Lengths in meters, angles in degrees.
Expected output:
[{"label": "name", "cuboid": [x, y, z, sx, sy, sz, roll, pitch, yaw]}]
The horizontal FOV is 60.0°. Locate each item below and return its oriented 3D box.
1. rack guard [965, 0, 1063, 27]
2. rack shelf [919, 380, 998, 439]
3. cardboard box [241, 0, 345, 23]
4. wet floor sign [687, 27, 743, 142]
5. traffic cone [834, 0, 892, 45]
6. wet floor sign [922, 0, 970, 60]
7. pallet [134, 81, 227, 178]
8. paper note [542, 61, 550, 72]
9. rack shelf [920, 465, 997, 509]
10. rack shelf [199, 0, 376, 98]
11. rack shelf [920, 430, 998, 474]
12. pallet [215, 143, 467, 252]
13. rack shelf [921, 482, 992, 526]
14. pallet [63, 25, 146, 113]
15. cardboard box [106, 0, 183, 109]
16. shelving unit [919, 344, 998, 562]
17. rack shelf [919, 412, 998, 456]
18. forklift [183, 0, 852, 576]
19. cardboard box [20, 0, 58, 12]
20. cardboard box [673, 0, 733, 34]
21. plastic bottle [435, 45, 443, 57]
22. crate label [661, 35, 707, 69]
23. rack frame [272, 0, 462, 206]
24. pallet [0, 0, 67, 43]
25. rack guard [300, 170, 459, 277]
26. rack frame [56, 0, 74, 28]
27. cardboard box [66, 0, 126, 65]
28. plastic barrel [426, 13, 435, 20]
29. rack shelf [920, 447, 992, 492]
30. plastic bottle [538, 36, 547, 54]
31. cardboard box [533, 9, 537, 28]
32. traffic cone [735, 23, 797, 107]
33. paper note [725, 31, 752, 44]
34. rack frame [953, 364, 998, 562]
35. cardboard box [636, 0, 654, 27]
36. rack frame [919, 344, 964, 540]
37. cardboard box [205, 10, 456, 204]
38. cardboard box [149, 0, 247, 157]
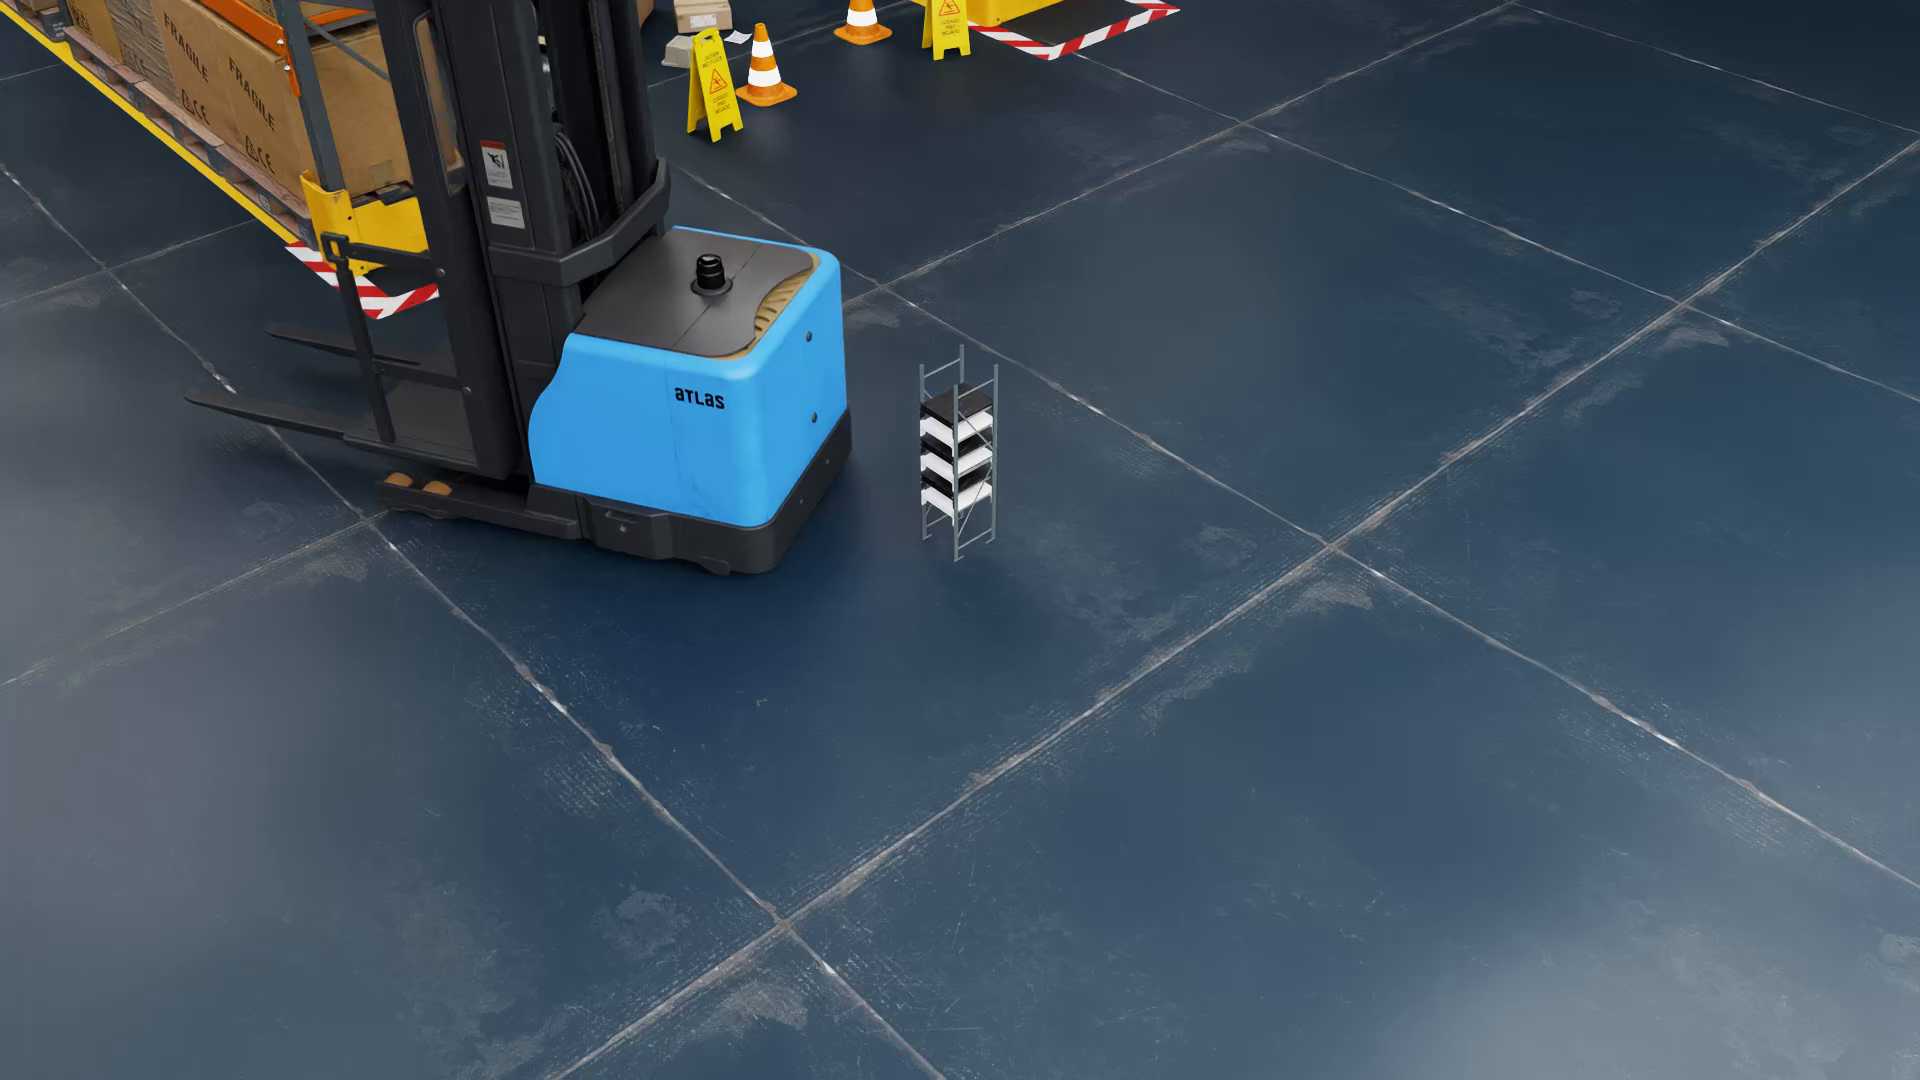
[{"label": "rack guard", "cuboid": [0.512, -4.123, 11.957, 1.175, 0.500, 0.348, -30, 48, -32]}, {"label": "rack shelf", "cuboid": [-0.005, -0.538, 6.823, 0.258, 0.077, 0.200, -30, 48, -32]}, {"label": "cardboard box", "cuboid": [-3.299, -3.120, 8.607, 0.875, 0.550, 0.550, -30, 48, -32]}, {"label": "wet floor sign", "cuboid": [-1.537, -2.822, 10.230, 0.232, 0.644, 0.267, 26, 45, 28]}, {"label": "traffic cone", "cuboid": [-0.678, -3.724, 11.492, 0.336, 0.463, 0.334, -30, 48, -32]}, {"label": "wet floor sign", "cuboid": [-0.097, -3.601, 11.196, 0.267, 0.644, 0.232, -15, 41, -17]}, {"label": "pallet", "cuboid": [-4.434, -2.726, 10.457, 1.003, 0.211, 1.213, -30, 48, -32]}, {"label": "paper note", "cuboid": [-2.796, -3.182, 11.167, 0.144, 0.017, 0.142, -15, 41, -17]}, {"label": "rack shelf", "cuboid": [-0.005, -0.258, 7.049, 0.258, 0.077, 0.200, -30, 48, -32]}, {"label": "rack shelf", "cuboid": [-4.367, -3.555, 9.837, 1.077, 0.370, 4.000, -30, 48, -32]}, {"label": "rack shelf", "cuboid": [-0.005, -0.398, 6.936, 0.258, 0.077, 0.200, -30, 48, -32]}, {"label": "pallet", "cuboid": [-3.613, -2.162, 9.758, 1.003, 0.211, 1.213, -30, 48, -32]}, {"label": "rack shelf", "cuboid": [-0.005, -0.188, 7.106, 0.258, 0.077, 0.200, -30, 48, -32]}, {"label": "pallet", "cuboid": [-5.263, -3.291, 11.157, 1.003, 0.211, 1.213, -30, 48, -32]}, {"label": "cardboard box", "cuboid": [-4.734, -3.361, 10.381, 0.875, 0.875, 0.875, -30, 47, -31]}, {"label": "shelving unit", "cuboid": [-0.005, -0.354, 6.972, 0.258, 0.900, 0.210, -30, 48, -32]}, {"label": "rack shelf", "cuboid": [-0.005, -0.468, 6.880, 0.258, 0.077, 0.200, -30, 48, -32]}, {"label": "forklift", "cuboid": [-2.071, -1.534, 6.817, 3.031, 2.935, 1.130, 12, 40, 14]}, {"label": "cardboard box", "cuboid": [-6.206, -4.298, 11.641, 1.050, 0.750, 0.750, -30, 48, -32]}, {"label": "cardboard box", "cuboid": [-1.811, -3.699, 11.711, 0.380, 0.149, 0.250, -8, 40, -10]}, {"label": "plastic bottle", "cuboid": [-3.454, -3.389, 11.398, 0.133, 0.061, 0.283, 18, 42, 21]}, {"label": "crate label", "cuboid": [-1.843, -3.305, 11.234, 0.298, 0.136, 0.250, 11, 40, 13]}, {"label": "rack frame", "cuboid": [-3.015, -2.910, 8.465, 1.000, 3.000, 0.127, -30, 48, -32]}, {"label": "pallet", "cuboid": [-6.297, -4.001, 12.036, 1.003, 0.211, 1.213, -30, 48, -32]}, {"label": "rack guard", "cuboid": [-2.998, -1.926, 9.237, 1.175, 0.500, 0.348, -30, 48, -32]}, {"label": "rack frame", "cuboid": [-5.720, -4.761, 10.757, 1.000, 3.000, 0.127, -30, 48, -32]}, {"label": "cardboard box", "cuboid": [-5.346, -3.777, 10.896, 0.875, 0.875, 0.875, -29, 47, -31]}, {"label": "plastic barrel", "cuboid": [-3.823, -3.885, 11.724, 0.512, 0.421, 0.421, -2, 39, -2]}, {"label": "rack shelf", "cuboid": [-0.005, -0.328, 6.993, 0.258, 0.077, 0.200, -30, 48, -32]}, {"label": "plastic bottle", "cuboid": [-2.884, -3.406, 11.419, 0.283, 0.061, 0.133, 18, 42, 21]}, {"label": "cardboard box", "cuboid": [-3.201, -3.684, 11.601, 0.396, 0.266, 0.258, -22, 44, -25]}, {"label": "traffic cone", "cuboid": [-1.266, -3.095, 10.714, 0.336, 0.463, 0.334, -30, 48, -32]}, {"label": "paper note", "cuboid": [-1.542, -3.496, 11.555, 0.142, 0.019, 0.148, 18, 42, 21]}, {"label": "rack frame", "cuboid": [0.063, -0.307, 6.914, 0.240, 0.900, 0.006, -30, 48, -32]}, {"label": "cardboard box", "cuboid": [-2.490, -3.826, 11.586, 0.637, 0.503, 0.797, 5, 39, 6]}, {"label": "rack frame", "cuboid": [-0.074, -0.401, 7.030, 0.240, 0.900, 0.006, -30, 48, -32]}, {"label": "cardboard box", "cuboid": [-3.522, -2.532, 9.355, 0.875, 0.875, 0.875, -30, 47, -32]}, {"label": "cardboard box", "cuboid": [-4.119, -2.938, 9.858, 0.875, 0.875, 0.875, -31, 48, -32]}]
